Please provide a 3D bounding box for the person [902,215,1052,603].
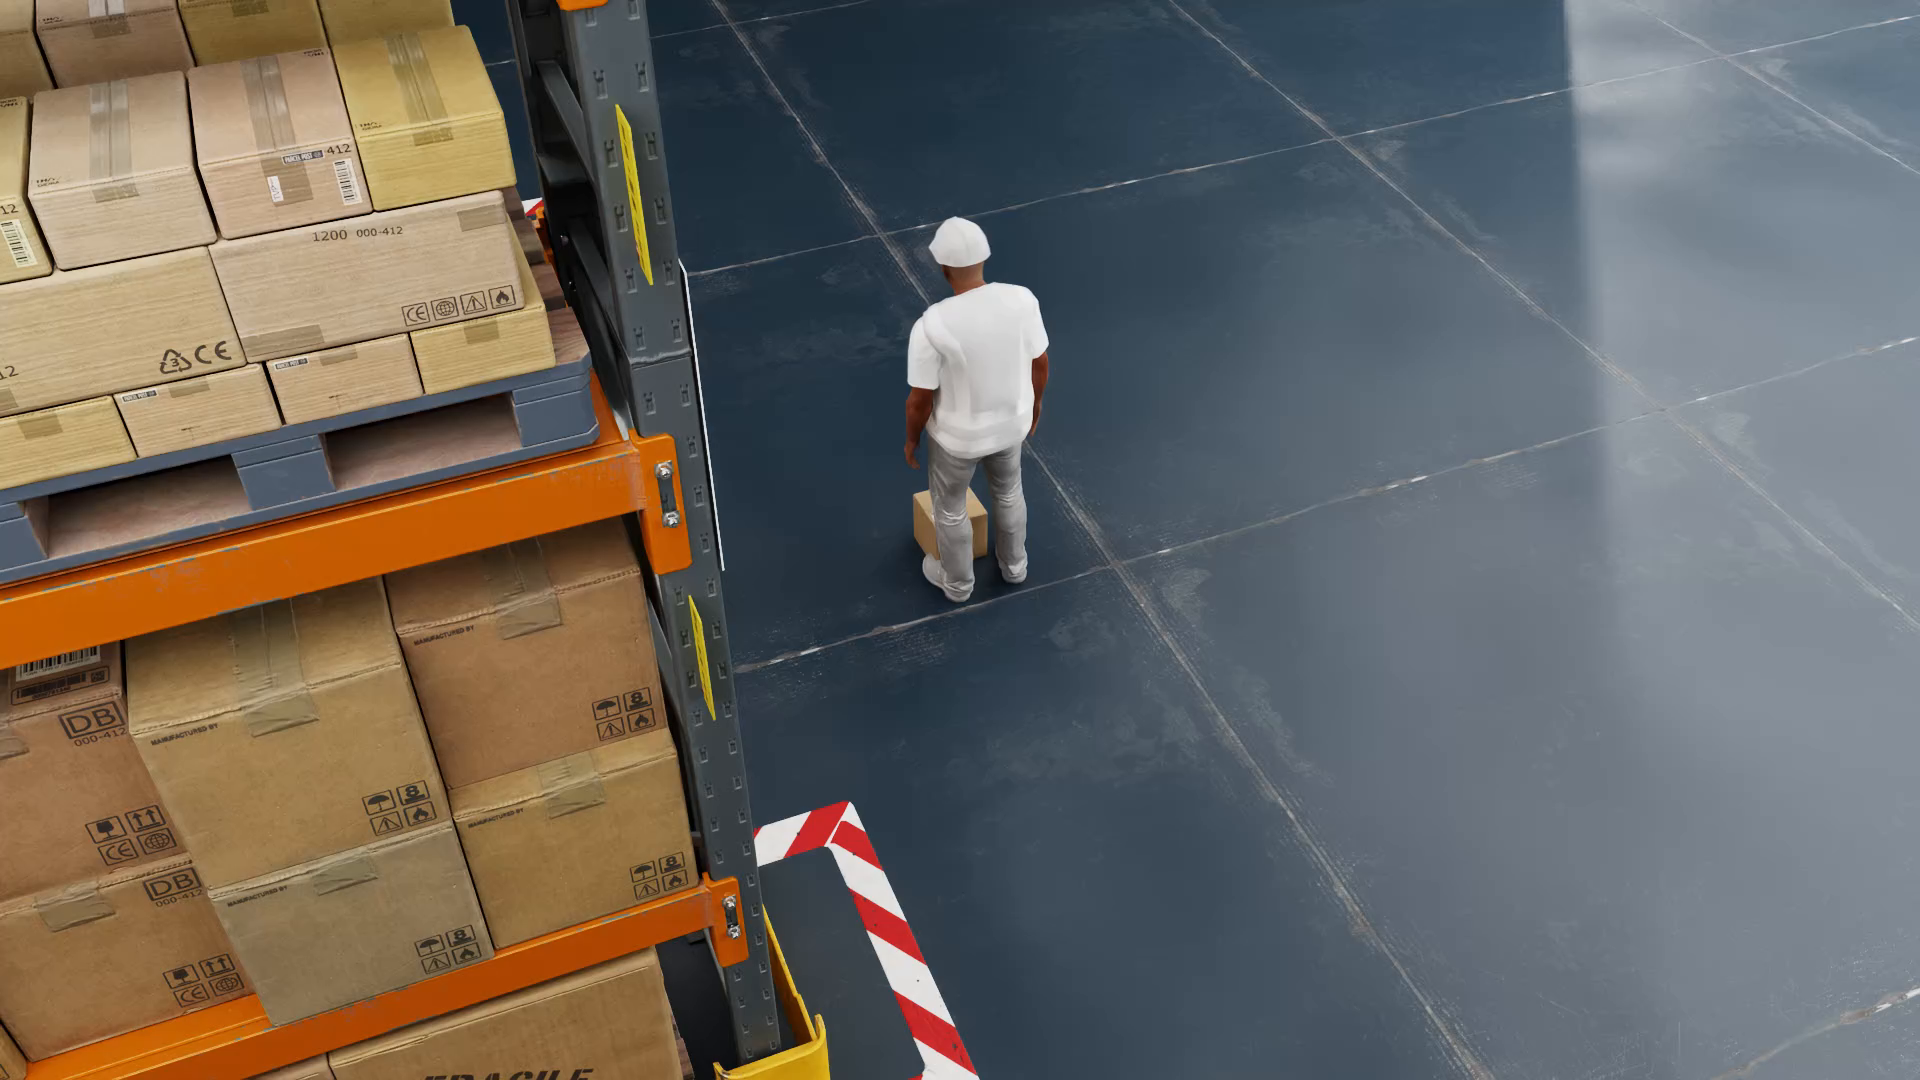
[{"bbox_3d":[0.061,-0.496,6.706,0.628,1.761,0.458,-15,44,-16],"label":"person"}]
